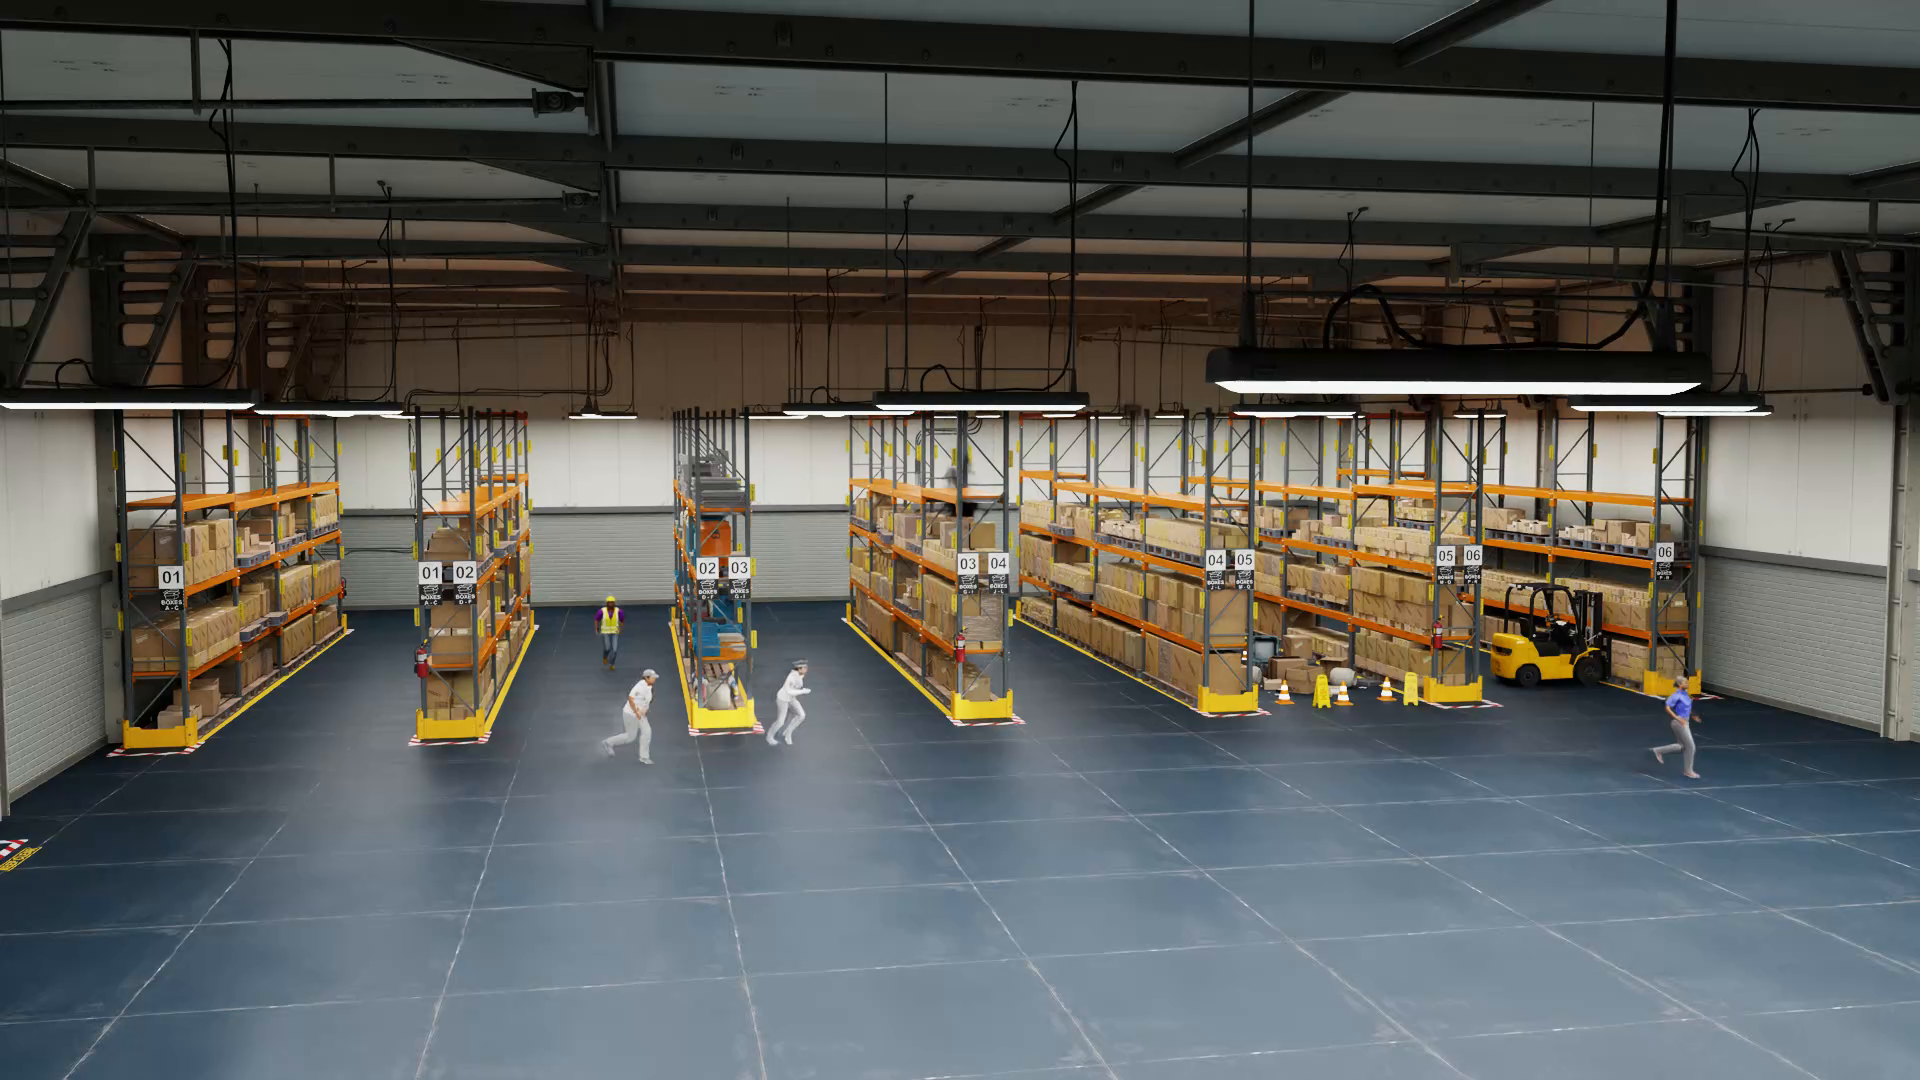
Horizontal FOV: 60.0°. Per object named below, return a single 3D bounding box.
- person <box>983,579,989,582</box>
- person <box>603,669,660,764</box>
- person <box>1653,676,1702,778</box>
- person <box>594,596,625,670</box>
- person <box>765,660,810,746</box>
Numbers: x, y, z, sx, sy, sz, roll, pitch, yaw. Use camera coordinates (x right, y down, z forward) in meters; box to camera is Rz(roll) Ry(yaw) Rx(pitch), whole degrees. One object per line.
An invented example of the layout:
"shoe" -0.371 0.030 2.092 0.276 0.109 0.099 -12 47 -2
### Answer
"person" 0.902 1.457 49.319 0.627 1.594 0.709 -4 6 -43
"person" -5.504 2.969 27.913 0.970 1.625 0.616 0 4 3
"person" 11.622 3.011 26.911 0.738 1.643 0.577 3 5 36
"person" -8.049 2.146 38.270 0.688 1.709 0.620 -1 4 -18
"person" -3.015 2.865 29.382 0.918 1.537 0.640 2 4 22
